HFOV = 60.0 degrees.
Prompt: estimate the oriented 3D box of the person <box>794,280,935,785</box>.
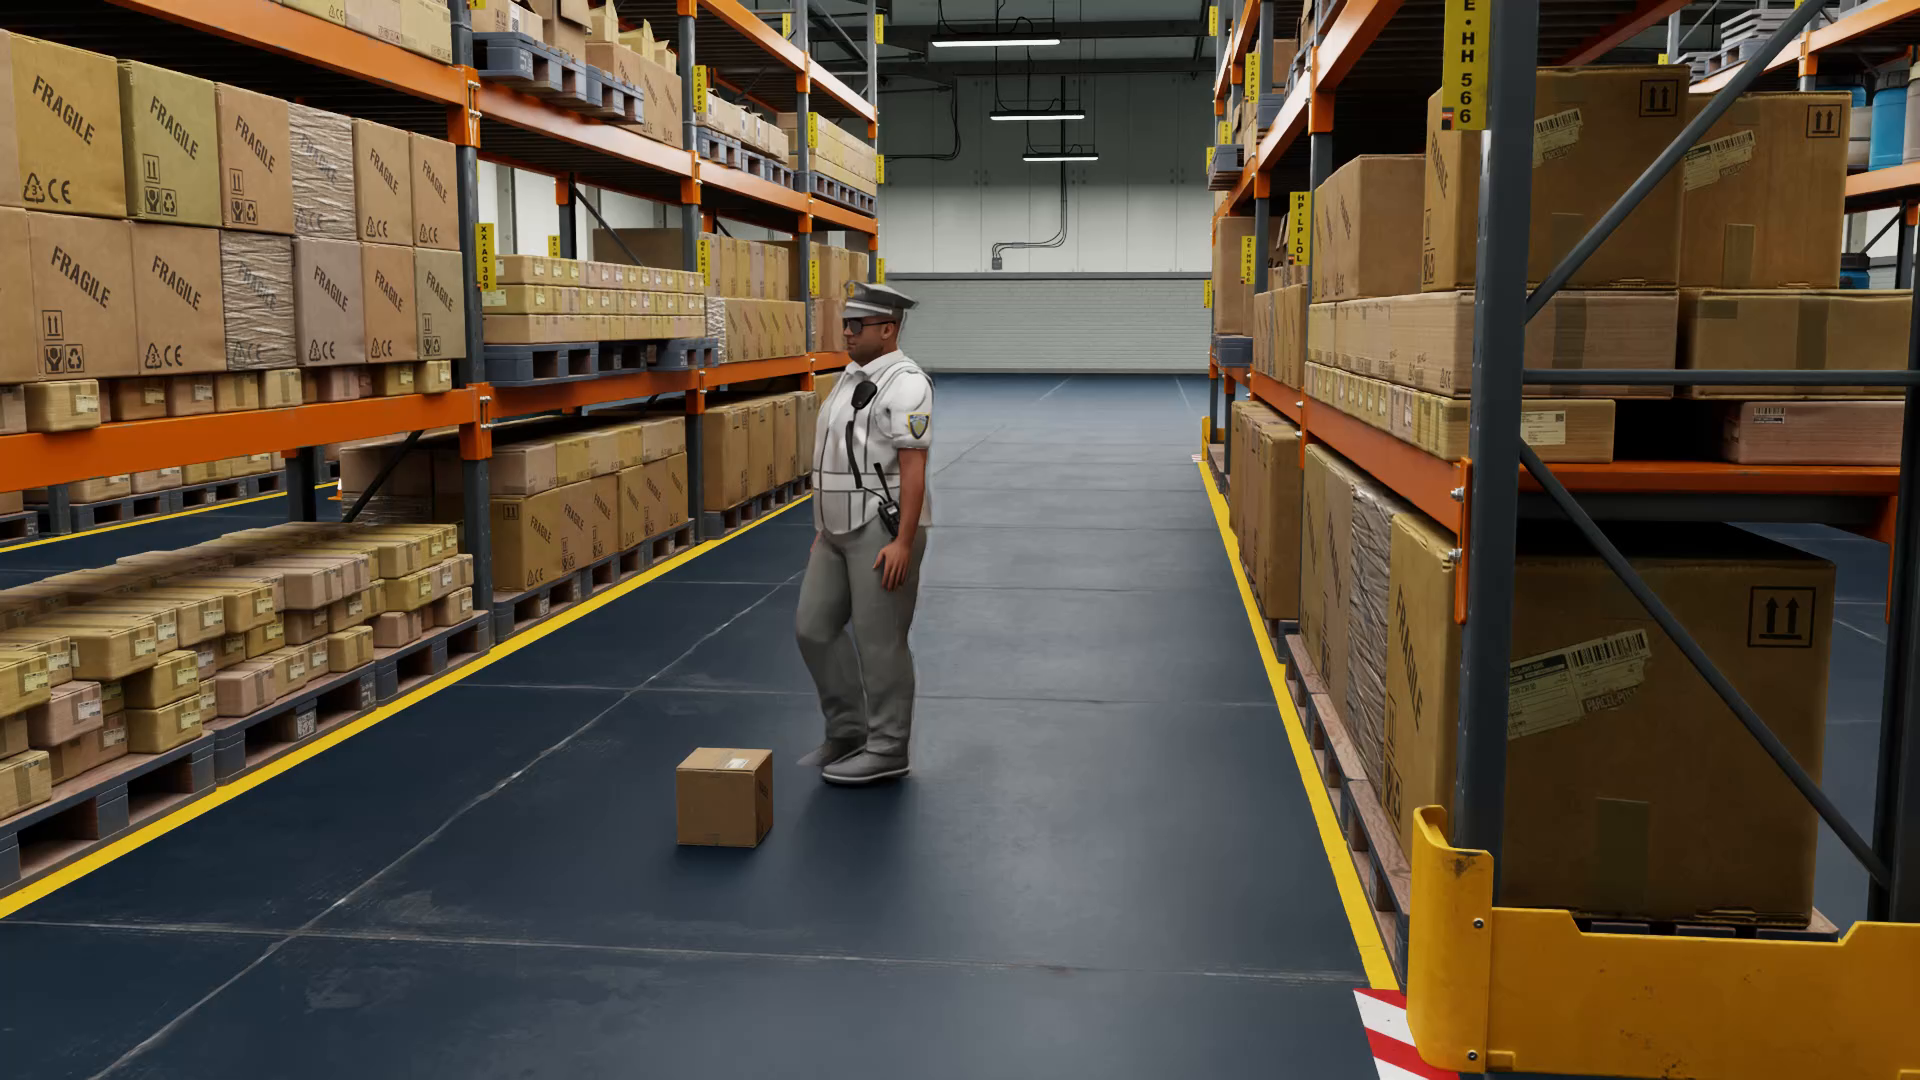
[{"bbox_3d":[-0.343,-0.004,5.905,0.404,1.815,0.613,-5,9,-31],"label":"person"}]
